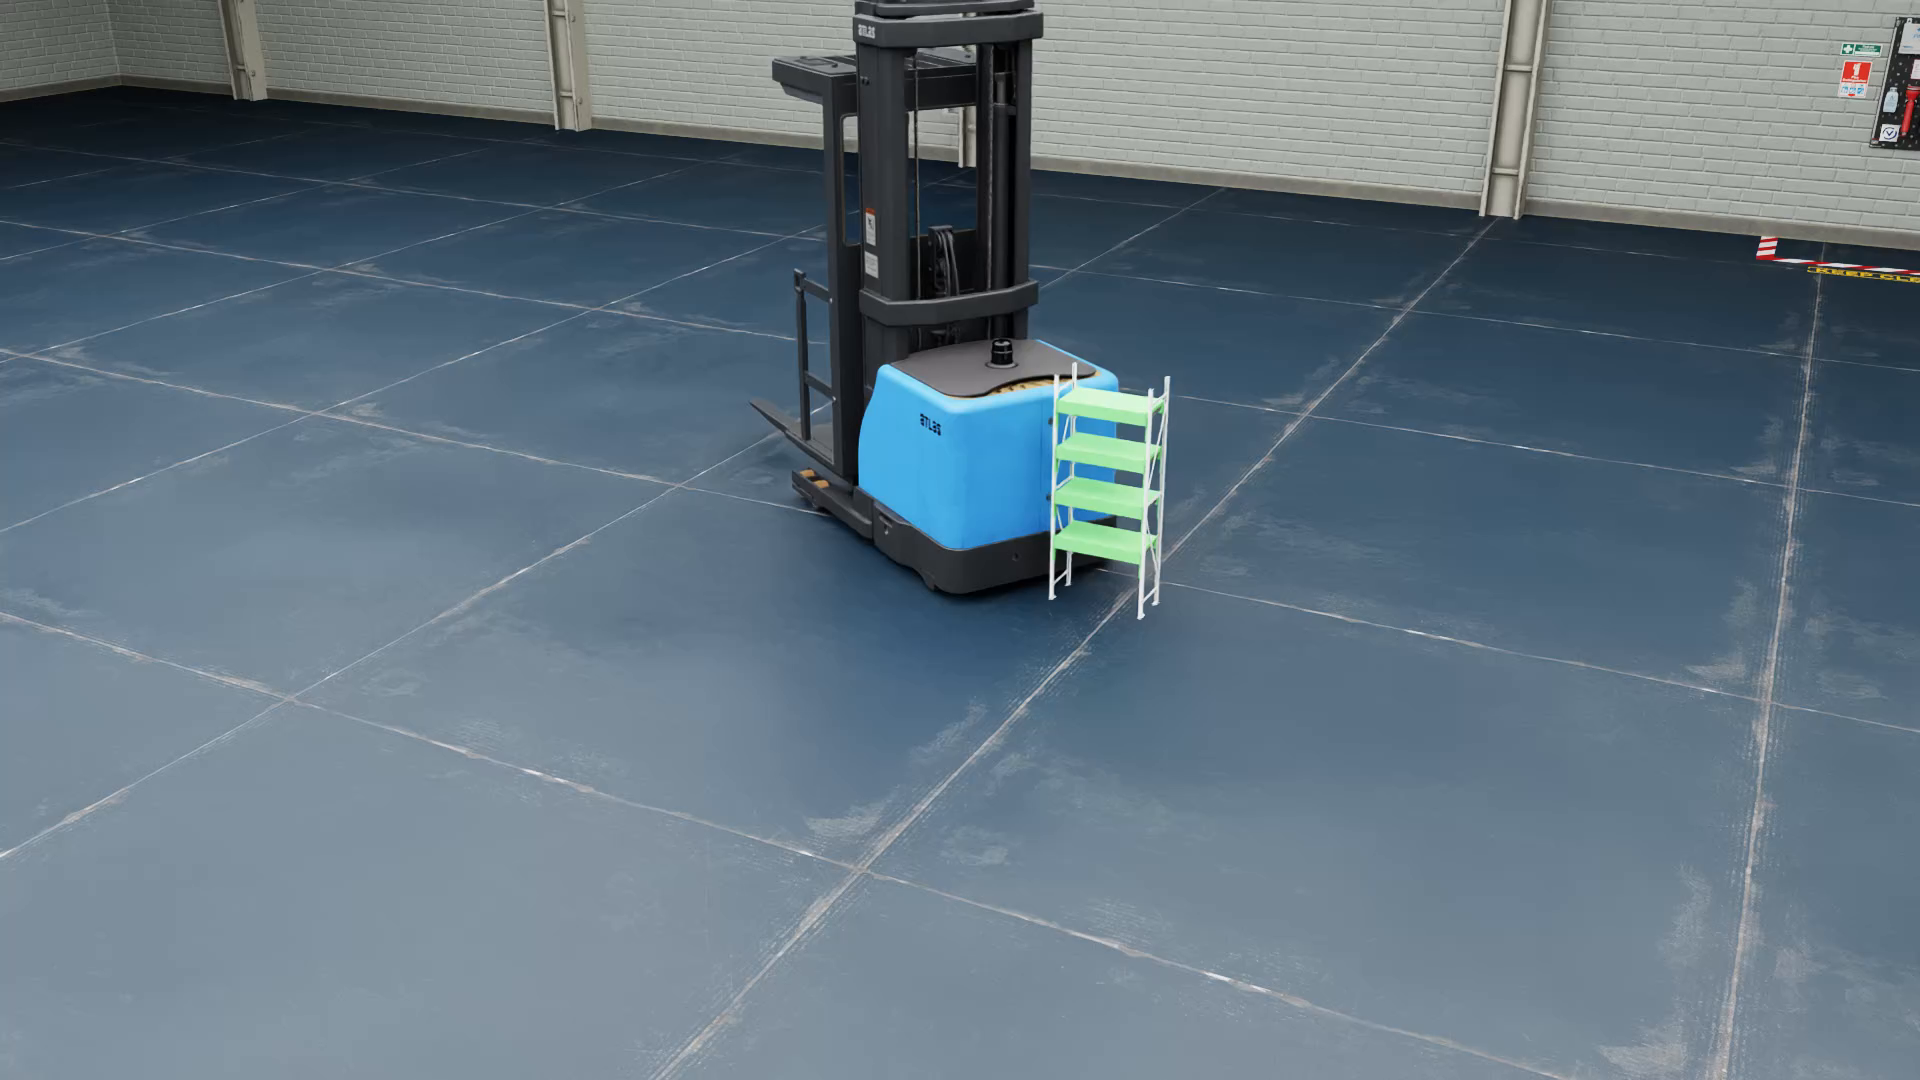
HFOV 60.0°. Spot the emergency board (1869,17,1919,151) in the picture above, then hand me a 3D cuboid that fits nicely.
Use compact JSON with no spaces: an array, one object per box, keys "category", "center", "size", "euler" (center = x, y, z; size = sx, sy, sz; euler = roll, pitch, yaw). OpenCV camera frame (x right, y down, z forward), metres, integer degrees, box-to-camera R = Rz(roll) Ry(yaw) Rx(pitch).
[{"category":"emergency board","center":[8.745,-4.124,15.113],"size":[0.643,1.169,0.194],"euler":[11,25,25]}]

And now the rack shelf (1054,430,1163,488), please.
[{"category":"rack shelf","center":[0.735,-0.402,8.213],"size":[0.480,0.148,0.258],"euler":[11,26,25]}]

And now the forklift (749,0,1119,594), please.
[{"category":"forklift","center":[-0.337,-1.611,9.293],"size":[1.130,2.935,3.031],"euler":[-13,26,-27]}]

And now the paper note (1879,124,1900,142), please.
[{"category":"paper note","center":[8.618,-3.774,15.416],"size":[0.142,0.148,0.016],"euler":[11,25,25]}]

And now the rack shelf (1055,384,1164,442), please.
[{"category":"rack shelf","center":[0.735,-0.623,8.119],"size":[0.480,0.148,0.258],"euler":[11,26,25]}]

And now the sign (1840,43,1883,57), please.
[{"category":"sign","center":[8.298,-4.514,15.308],"size":[0.331,0.109,0.001],"euler":[11,25,25]}]

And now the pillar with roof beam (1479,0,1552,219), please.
[{"category":"pillar with roof beam","center":[3.636,-5.991,11.838],"size":[0.400,9.000,9.100],"euler":[11,25,25]}]

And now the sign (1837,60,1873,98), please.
[{"category":"sign","center":[8.298,-4.274,15.421],"size":[0.234,0.329,0.001],"euler":[11,25,25]}]

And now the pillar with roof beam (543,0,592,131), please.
[{"category":"pillar with roof beam","center":[-7.073,-8.109,16.820],"size":[0.400,9.000,9.100],"euler":[11,25,25]}]

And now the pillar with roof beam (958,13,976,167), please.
[{"category":"pillar with roof beam","center":[-1.718,-7.050,14.329],"size":[0.400,9.000,9.100],"euler":[11,25,25]}]

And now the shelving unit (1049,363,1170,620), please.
[{"category":"shelving unit","center":[0.735,-0.240,8.282],"size":[0.503,1.200,0.258],"euler":[11,26,25]}]

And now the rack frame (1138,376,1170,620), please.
[{"category":"rack frame","center":[0.952,-0.196,8.179],"size":[0.015,1.200,0.240],"euler":[11,26,25]}]

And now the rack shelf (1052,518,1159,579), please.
[{"category":"rack shelf","center":[0.735,0.039,8.401],"size":[0.480,0.148,0.258],"euler":[11,26,25]}]

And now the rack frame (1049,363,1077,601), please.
[{"category":"rack frame","center":[0.519,-0.284,8.385],"size":[0.015,1.200,0.240],"euler":[11,26,25]}]

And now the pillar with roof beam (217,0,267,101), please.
[{"category":"pillar with roof beam","center":[-12.427,-9.169,19.312],"size":[0.400,9.000,9.100],"euler":[11,25,25]}]

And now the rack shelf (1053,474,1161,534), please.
[{"category":"rack shelf","center":[0.735,-0.181,8.307],"size":[0.480,0.148,0.258],"euler":[11,26,25]}]
